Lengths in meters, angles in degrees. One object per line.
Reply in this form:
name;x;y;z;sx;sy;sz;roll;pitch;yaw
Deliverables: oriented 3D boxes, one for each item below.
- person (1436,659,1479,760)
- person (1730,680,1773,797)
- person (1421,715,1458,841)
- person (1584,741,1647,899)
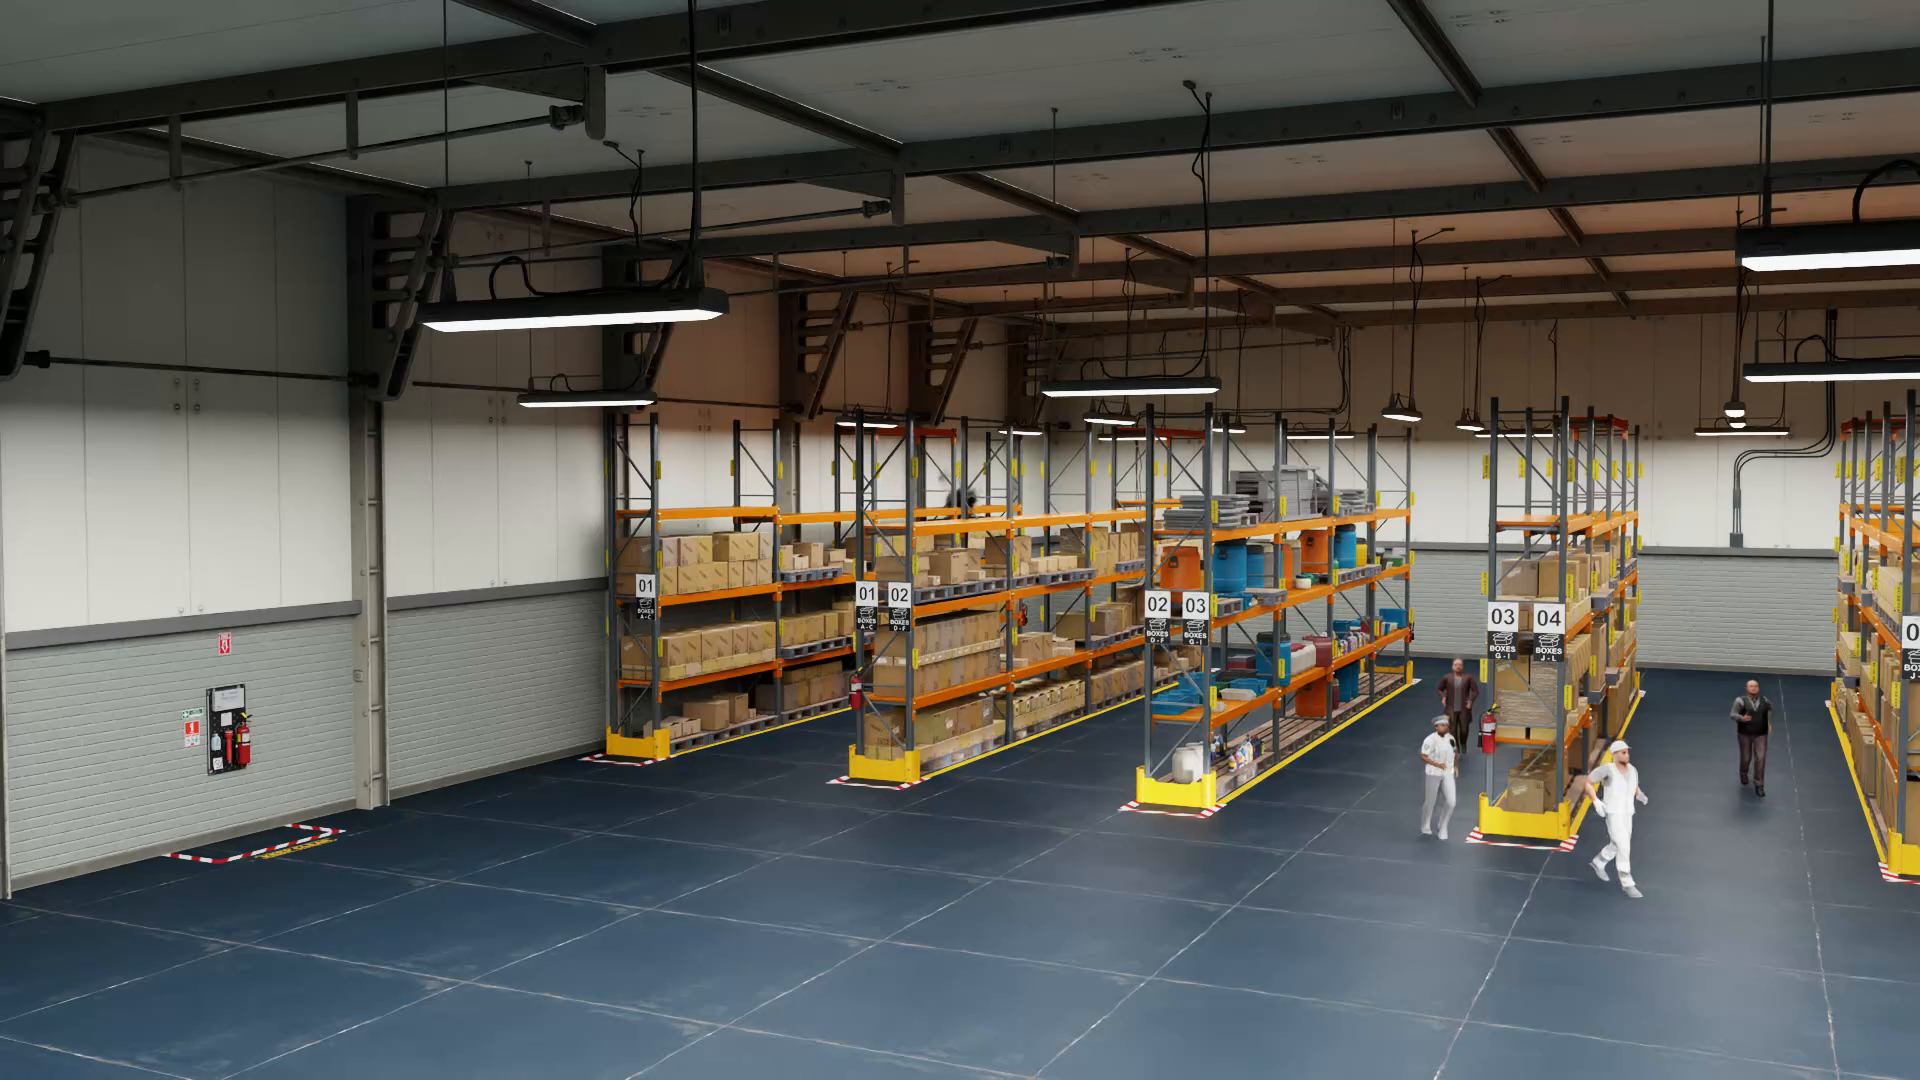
person;8.594;2.925;28.752;0.707;1.724;0.607;1;3;17
person;12.267;3.033;25.745;0.657;1.726;0.949;1;2;16
person;6.534;3.218;22.562;0.596;1.706;0.682;0;2;-3
person;7.806;3.270;19.774;0.661;1.795;0.884;-1;3;-24
